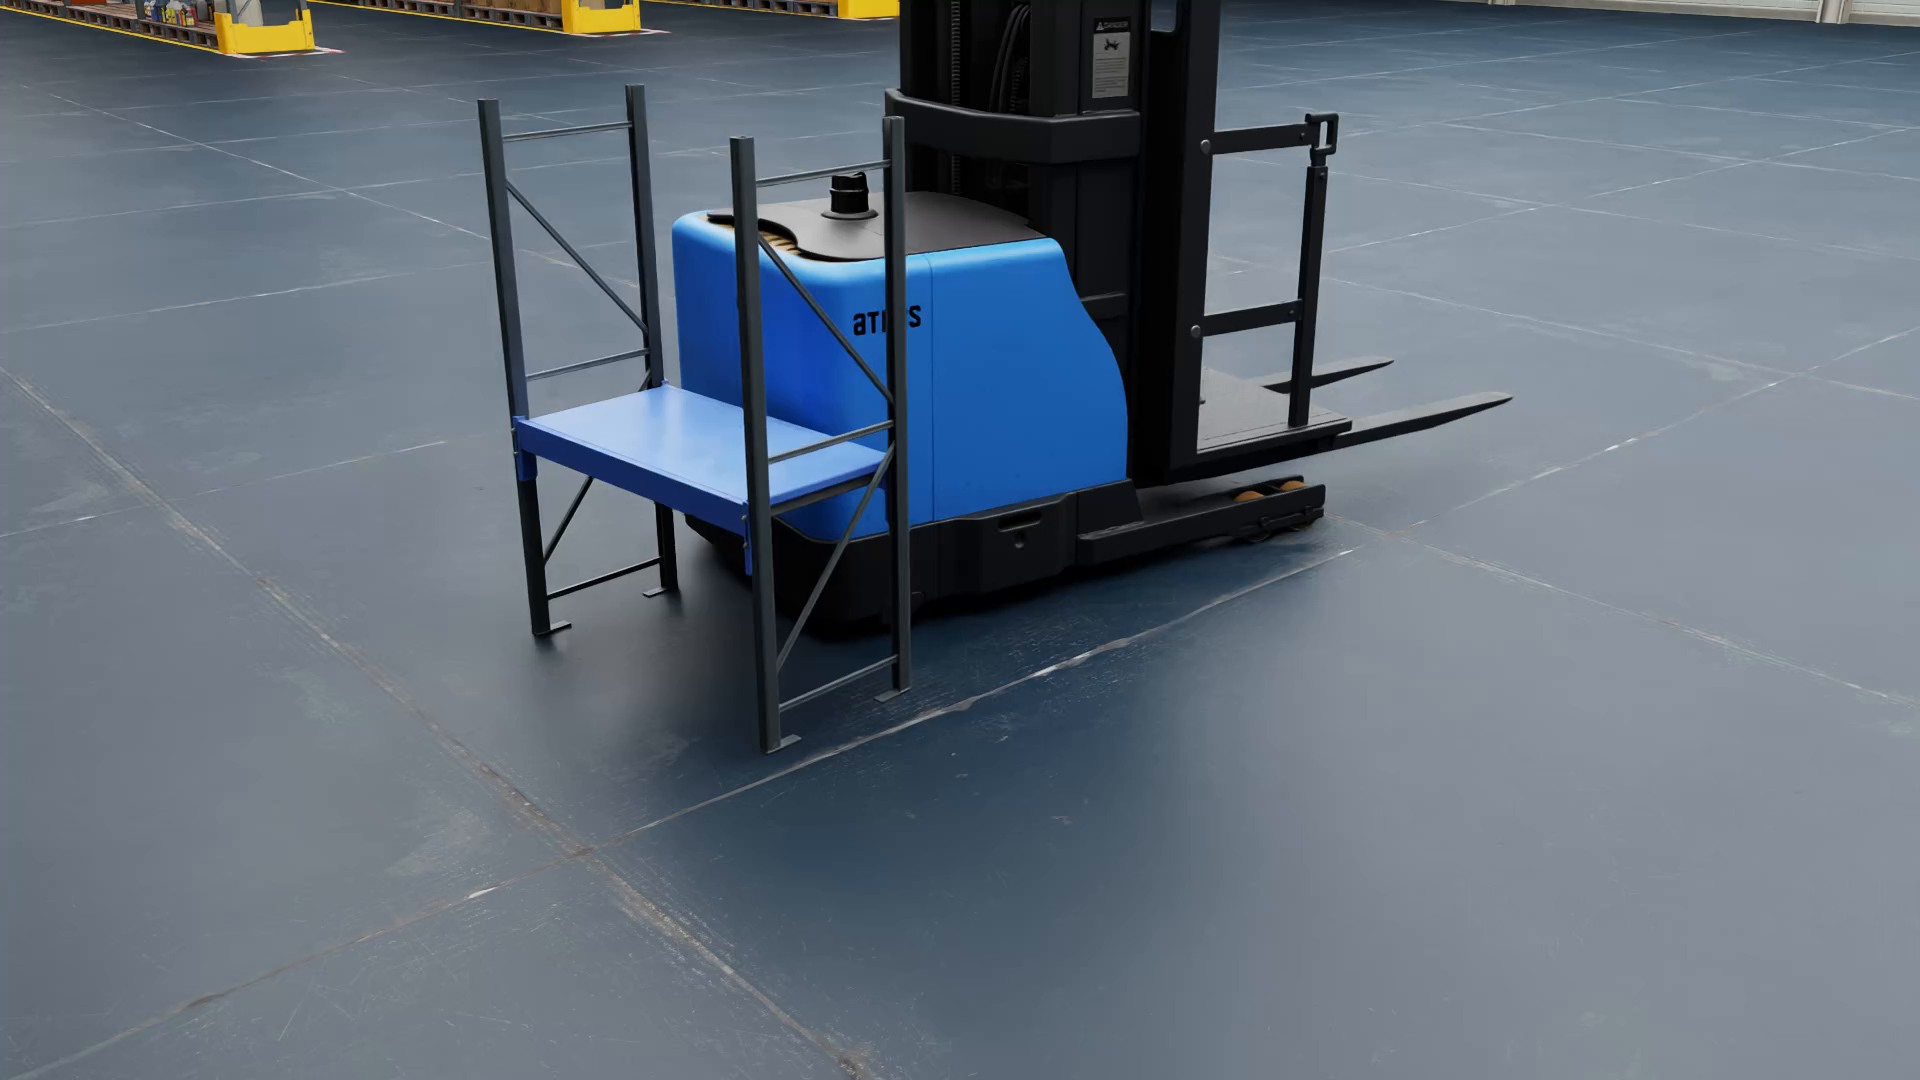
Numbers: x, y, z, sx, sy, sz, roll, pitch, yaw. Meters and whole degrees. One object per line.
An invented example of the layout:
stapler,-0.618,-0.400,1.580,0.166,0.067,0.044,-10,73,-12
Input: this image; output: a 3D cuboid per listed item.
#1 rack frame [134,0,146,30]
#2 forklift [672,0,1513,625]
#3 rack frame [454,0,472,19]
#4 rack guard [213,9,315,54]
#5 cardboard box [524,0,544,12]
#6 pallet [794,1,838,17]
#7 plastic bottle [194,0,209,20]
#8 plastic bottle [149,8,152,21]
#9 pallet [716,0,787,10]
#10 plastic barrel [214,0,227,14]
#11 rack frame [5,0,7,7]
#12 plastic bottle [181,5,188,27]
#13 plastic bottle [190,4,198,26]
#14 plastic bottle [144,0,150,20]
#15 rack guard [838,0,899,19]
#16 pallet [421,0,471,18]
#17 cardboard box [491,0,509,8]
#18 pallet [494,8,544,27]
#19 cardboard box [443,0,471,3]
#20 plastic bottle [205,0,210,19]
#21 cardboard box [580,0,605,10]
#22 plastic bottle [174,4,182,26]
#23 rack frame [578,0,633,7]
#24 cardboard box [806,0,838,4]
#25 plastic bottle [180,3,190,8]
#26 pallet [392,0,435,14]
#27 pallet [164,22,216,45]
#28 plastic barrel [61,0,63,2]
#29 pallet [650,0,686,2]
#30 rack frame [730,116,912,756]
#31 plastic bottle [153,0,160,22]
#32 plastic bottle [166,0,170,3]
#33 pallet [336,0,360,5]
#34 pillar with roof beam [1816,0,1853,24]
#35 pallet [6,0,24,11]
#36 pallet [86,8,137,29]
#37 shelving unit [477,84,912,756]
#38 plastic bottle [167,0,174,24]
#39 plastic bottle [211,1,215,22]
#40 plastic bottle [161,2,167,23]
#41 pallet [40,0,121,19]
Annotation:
rack frame,-11.708,-8.984,24.308,1.000,3.000,0.127,-17,27,-37
forklift,0.623,-1.507,5.312,3.031,2.935,1.130,-13,25,-30
rack frame,-7.955,-10.163,27.318,1.000,3.000,0.127,-17,27,-37
rack guard,-9.182,-6.724,21.967,1.175,0.500,0.348,-17,27,-37
cardboard box,-6.550,-8.600,26.180,0.500,0.500,0.500,-14,26,-33
pallet,-2.102,-9.114,28.465,1.003,0.211,1.213,-17,27,-37
plastic bottle,-11.040,-7.716,24.202,0.152,0.276,0.135,-17,27,-37
plastic bottle,-11.699,-7.637,24.103,0.097,0.201,0.097,0,21,0
pallet,-3.695,-9.788,30.186,1.003,0.211,1.213,-17,27,-37
plastic barrel,-9.911,-7.218,22.634,0.421,0.512,0.421,0,21,0
rack frame,-16.930,-11.194,29.951,1.000,3.000,0.127,-17,27,-37
plastic bottle,-10.718,-7.250,23.001,0.061,0.283,0.133,-17,27,-36
plastic bottle,-10.691,-7.323,23.190,0.061,0.283,0.133,-17,27,-37
plastic bottle,-11.832,-7.726,24.234,0.097,0.271,0.097,0,21,0
rack guard,-1.505,-9.040,27.879,1.175,0.500,0.348,-17,27,-37
pallet,-8.465,-9.079,28.375,1.003,0.211,1.213,-17,27,-37
cardboard box,-7.345,-8.918,26.991,0.500,0.500,0.500,-9,23,-21
pallet,-6.690,-8.350,26.513,1.003,0.211,1.213,-17,27,-37
cardboard box,-8.340,-9.378,28.140,0.500,0.500,0.700,20,29,41
plastic bottle,-10.944,-7.793,24.296,0.144,0.351,0.185,-19,28,-40
cardboard box,-5.739,-8.266,25.326,0.500,0.500,0.500,-12,24,-28
plastic bottle,-10.862,-7.333,23.224,0.152,0.276,0.135,-18,28,-39
rack frame,-5.344,-9.058,24.496,1.000,3.000,0.127,-17,27,-37
cardboard box,-2.014,-9.588,28.189,0.875,0.875,0.875,-17,27,-37
plastic bottle,-10.999,-7.471,23.577,0.152,0.276,0.135,-17,27,-37
pallet,-9.265,-9.416,29.236,1.003,0.211,1.213,-17,27,-37
pallet,-10.500,-7.152,23.456,1.003,0.211,1.213,-17,27,-37
plastic barrel,-15.087,-9.392,28.185,0.421,0.512,0.421,0,21,0
pallet,-5.493,-10.550,32.129,1.003,0.211,1.213,-17,27,-37
rack frame,-0.314,-0.233,4.022,0.032,1.500,0.500,19,28,40
plastic bottle,-11.495,-7.633,23.889,0.144,0.351,0.185,-17,27,-36
plastic bottle,-11.386,-7.668,23.976,0.144,0.351,0.185,-17,27,-37
pallet,-11.024,-10.205,31.250,1.003,0.211,1.213,-17,27,-37
pillar with roof beam,10.721,-11.459,22.403,9.100,9.000,0.400,-17,27,-37
pallet,-16.458,-9.672,29.890,1.003,0.211,1.213,-17,27,-37
pallet,-13.050,-8.230,26.207,1.003,0.211,1.213,-17,27,-37
shelving unit,-0.682,-0.361,4.349,1.048,1.500,0.538,19,28,40
plastic bottle,-11.094,-7.464,23.456,0.144,0.351,0.185,-18,27,-38
plastic bottle,-10.710,-7.601,23.898,0.061,0.283,0.133,-17,27,-37
plastic bottle,-11.296,-7.494,23.626,0.061,0.283,0.133,-16,26,-35
pallet,-14.865,-8.998,28.168,1.003,0.211,1.213,-17,27,-37
